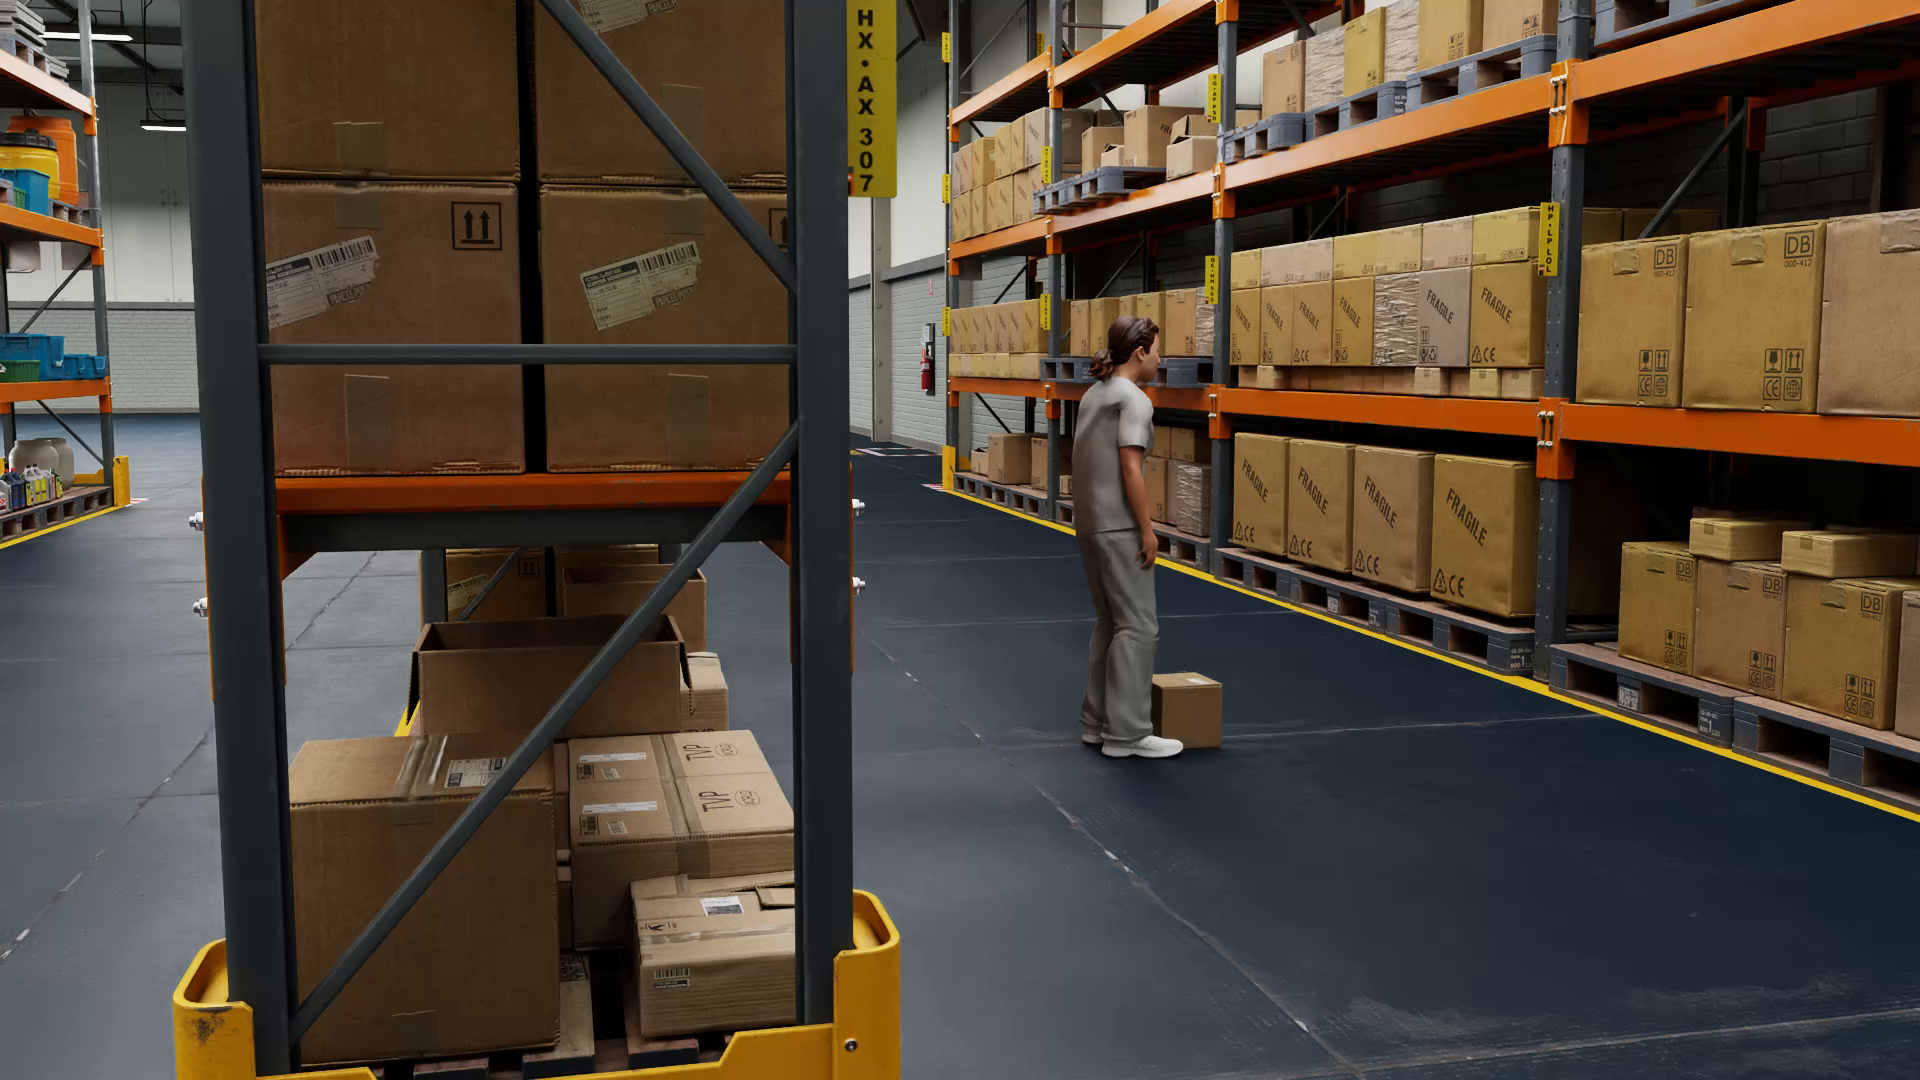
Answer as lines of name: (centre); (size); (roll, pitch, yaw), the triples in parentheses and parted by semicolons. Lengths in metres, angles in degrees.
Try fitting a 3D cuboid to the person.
person: (0.625, -0.026, 6.395); (0.365, 1.671, 0.504); (-2, 6, -17)
